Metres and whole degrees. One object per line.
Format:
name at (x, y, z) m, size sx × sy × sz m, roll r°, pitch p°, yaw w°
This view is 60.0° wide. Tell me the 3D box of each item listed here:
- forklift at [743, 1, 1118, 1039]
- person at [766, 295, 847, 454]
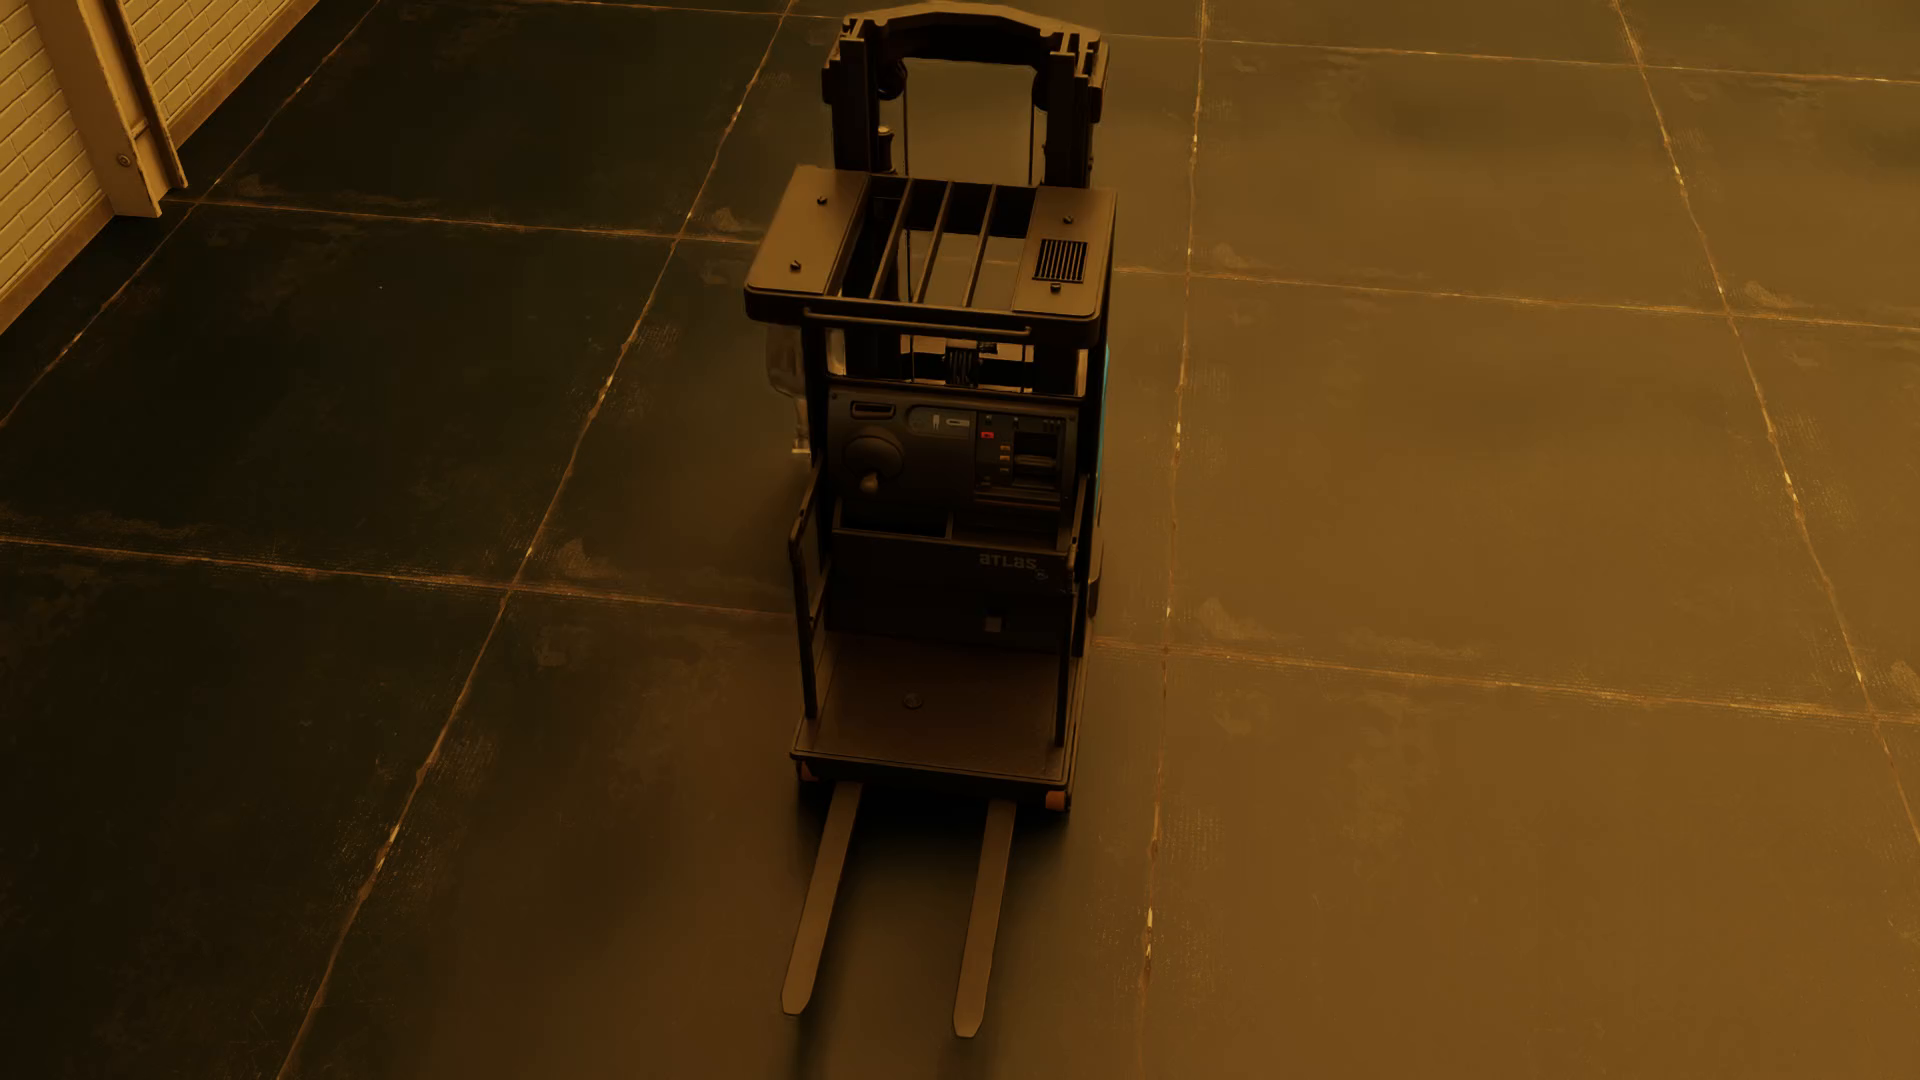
forklift at (-0.061, -0.251, 5.998) m, size 1.130 × 2.935 × 3.031 m, roll 6°, pitch 43°, yaw 6°
person at (-0.603, -0.886, 7.830) m, size 0.719 × 1.447 × 0.651 m, roll 19°, pitch 46°, yaw 20°
